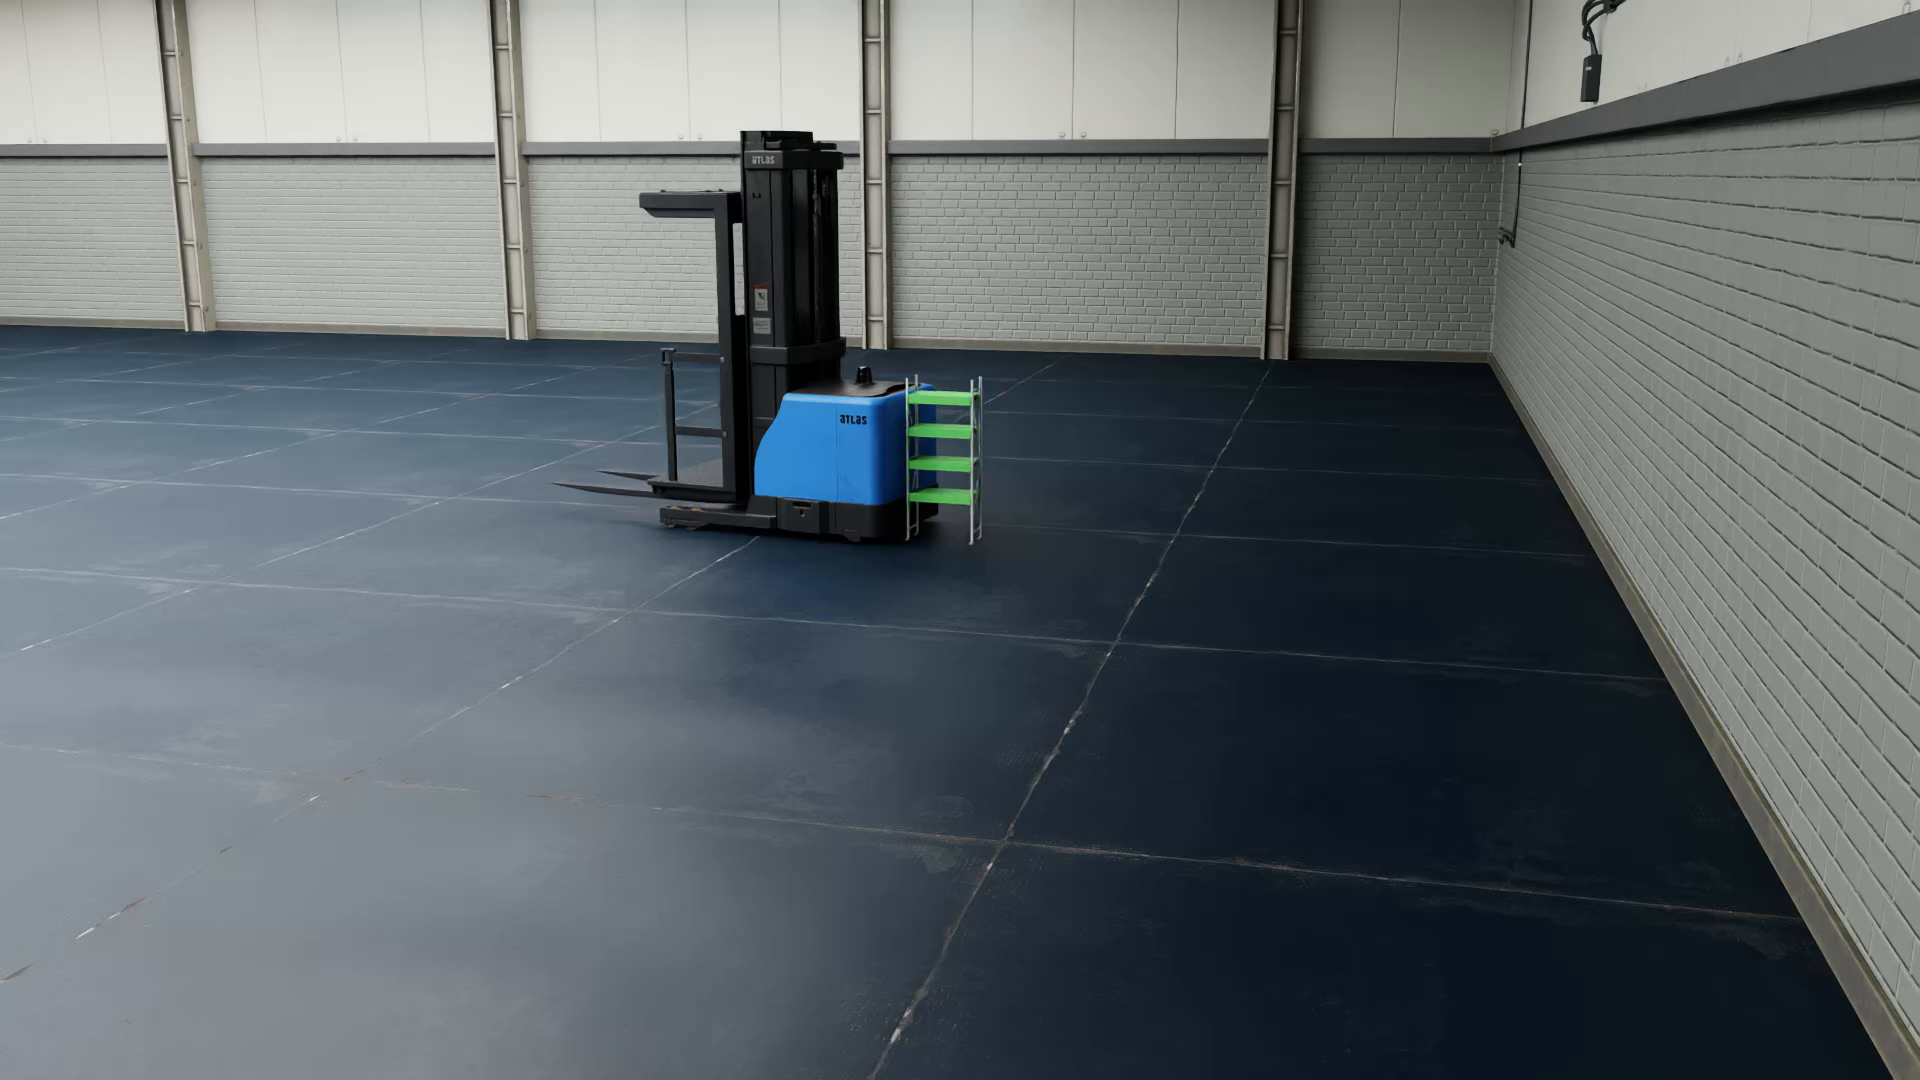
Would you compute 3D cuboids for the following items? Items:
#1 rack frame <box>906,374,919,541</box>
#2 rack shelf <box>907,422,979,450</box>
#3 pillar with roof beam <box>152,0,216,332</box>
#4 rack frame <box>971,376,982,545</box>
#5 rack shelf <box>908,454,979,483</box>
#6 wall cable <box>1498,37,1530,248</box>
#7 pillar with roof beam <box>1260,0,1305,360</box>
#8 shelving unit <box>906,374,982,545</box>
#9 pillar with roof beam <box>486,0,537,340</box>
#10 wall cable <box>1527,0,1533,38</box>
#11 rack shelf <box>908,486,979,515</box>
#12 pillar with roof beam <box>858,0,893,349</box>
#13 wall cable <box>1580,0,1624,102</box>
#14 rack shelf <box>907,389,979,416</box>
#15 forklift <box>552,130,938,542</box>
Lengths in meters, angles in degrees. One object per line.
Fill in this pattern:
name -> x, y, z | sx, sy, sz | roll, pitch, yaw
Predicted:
rack frame -> -0.350, -0.603, 12.182 | 0.015, 1.200, 0.240 | 4, 13, 16
rack shelf -> -0.116, -0.760, 12.076 | 0.480, 0.148, 0.258 | 4, 13, 16
pillar with roof beam -> -13.944, -7.052, 23.245 | 0.400, 9.000, 9.100 | 3, 13, 14
rack frame -> 0.118, -0.573, 12.047 | 0.015, 1.200, 0.240 | 4, 13, 16
rack shelf -> -0.116, -0.526, 12.128 | 0.480, 0.148, 0.258 | 4, 13, 16
wall cable -> 7.106, -5.077, 21.509 | 0.112, 2.526, 3.097 | 3, 13, 14
pillar with roof beam -> 3.531, -6.118, 19.035 | 0.400, 9.000, 9.100 | 3, 13, 14
shelving unit -> -0.116, -0.588, 12.115 | 0.503, 1.200, 0.258 | 4, 13, 16
pillar with roof beam -> -8.119, -6.741, 21.842 | 0.400, 9.000, 9.100 | 3, 13, 14
wall cable -> 6.458, -6.973, 18.398 | 0.112, 2.526, 3.097 | 3, 13, 14
rack shelf -> -0.116, -0.291, 12.180 | 0.480, 0.148, 0.258 | 4, 13, 16
pillar with roof beam -> -2.294, -6.430, 20.438 | 0.400, 9.000, 9.100 | 3, 13, 14
wall cable -> 4.816, -6.257, 11.810 | 0.169, 6.003, 2.305 | 3, 13, 14
rack shelf -> -0.116, -0.994, 12.024 | 0.480, 0.148, 0.258 | 4, 13, 16
forklift -> -1.732, -1.603, 12.692 | 3.031, 2.935, 1.130 | 5, 14, 23
